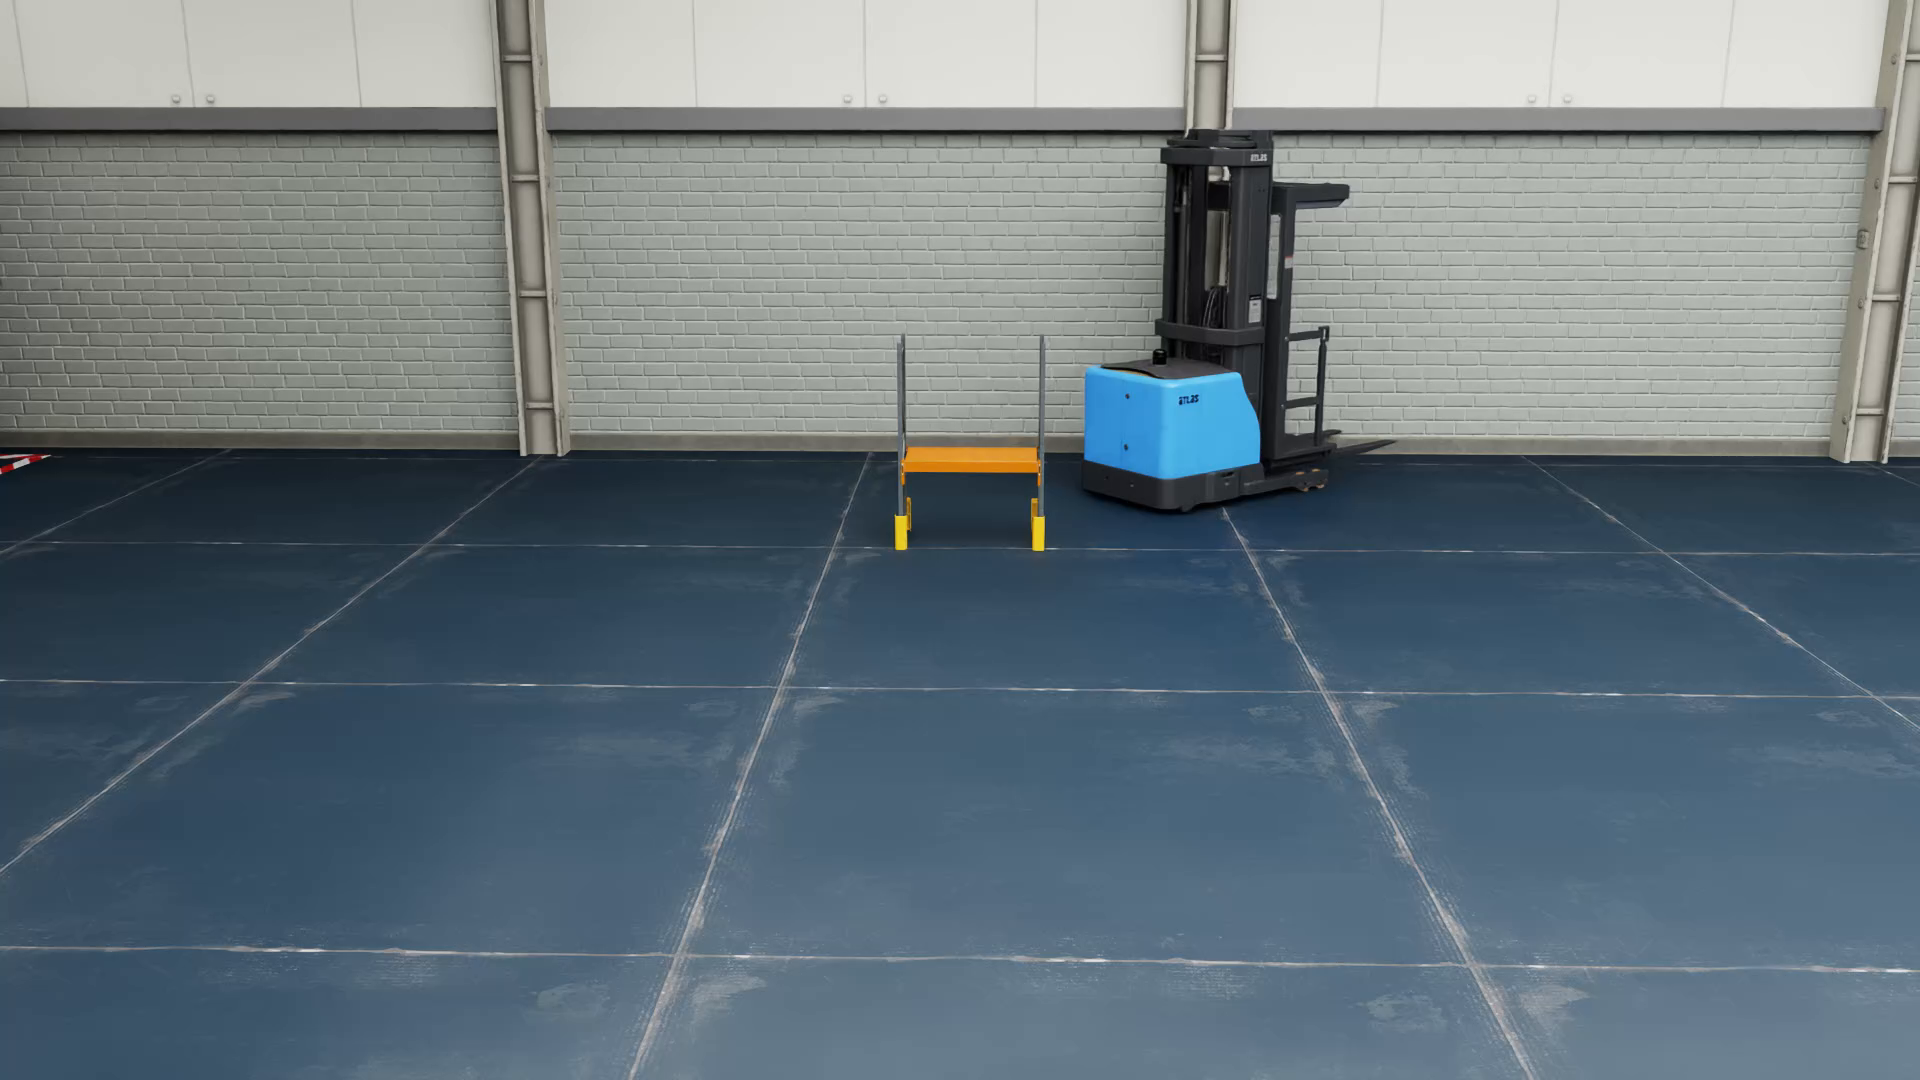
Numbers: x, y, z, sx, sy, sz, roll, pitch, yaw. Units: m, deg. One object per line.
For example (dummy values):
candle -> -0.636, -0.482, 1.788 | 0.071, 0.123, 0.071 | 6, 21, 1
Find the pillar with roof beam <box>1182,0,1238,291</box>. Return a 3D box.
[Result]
pillar with roof beam -> 2.049, -4.025, 9.957 | 0.400, 9.000, 9.100 | 0, 15, 1

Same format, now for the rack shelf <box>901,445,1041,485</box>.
rack shelf -> 0.085, -0.551, 12.192 | 1.000, 0.185, 0.538 | 0, 15, 1

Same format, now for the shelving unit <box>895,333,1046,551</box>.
shelving unit -> 0.076, -0.725, 12.147 | 1.083, 1.500, 0.587 | 0, 15, 1

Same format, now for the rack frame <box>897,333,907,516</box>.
rack frame -> -0.423, -0.728, 12.159 | 0.032, 1.500, 0.500 | 0, 15, 1

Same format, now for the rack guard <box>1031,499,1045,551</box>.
rack guard -> 0.574, -0.117, 12.294 | 0.087, 0.250, 0.587 | 0, 15, 1

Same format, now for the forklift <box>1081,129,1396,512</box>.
forklift -> 2.480, -1.915, 13.852 | 3.031, 2.935, 1.130 | -11, 18, -36

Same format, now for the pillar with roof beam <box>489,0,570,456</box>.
pillar with roof beam -> -3.949, -4.064, 10.106 | 0.400, 9.000, 9.100 | 0, 15, 1

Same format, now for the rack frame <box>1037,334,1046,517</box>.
rack frame -> 0.593, -0.721, 12.134 | 0.032, 1.500, 0.500 | 0, 15, 1

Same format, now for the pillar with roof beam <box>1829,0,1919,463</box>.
pillar with roof beam -> 8.047, -3.986, 9.809 | 0.400, 9.000, 9.100 | 0, 15, 1

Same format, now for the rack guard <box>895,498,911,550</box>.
rack guard -> -0.422, -0.124, 12.319 | 0.087, 0.250, 0.587 | 0, 15, 1
